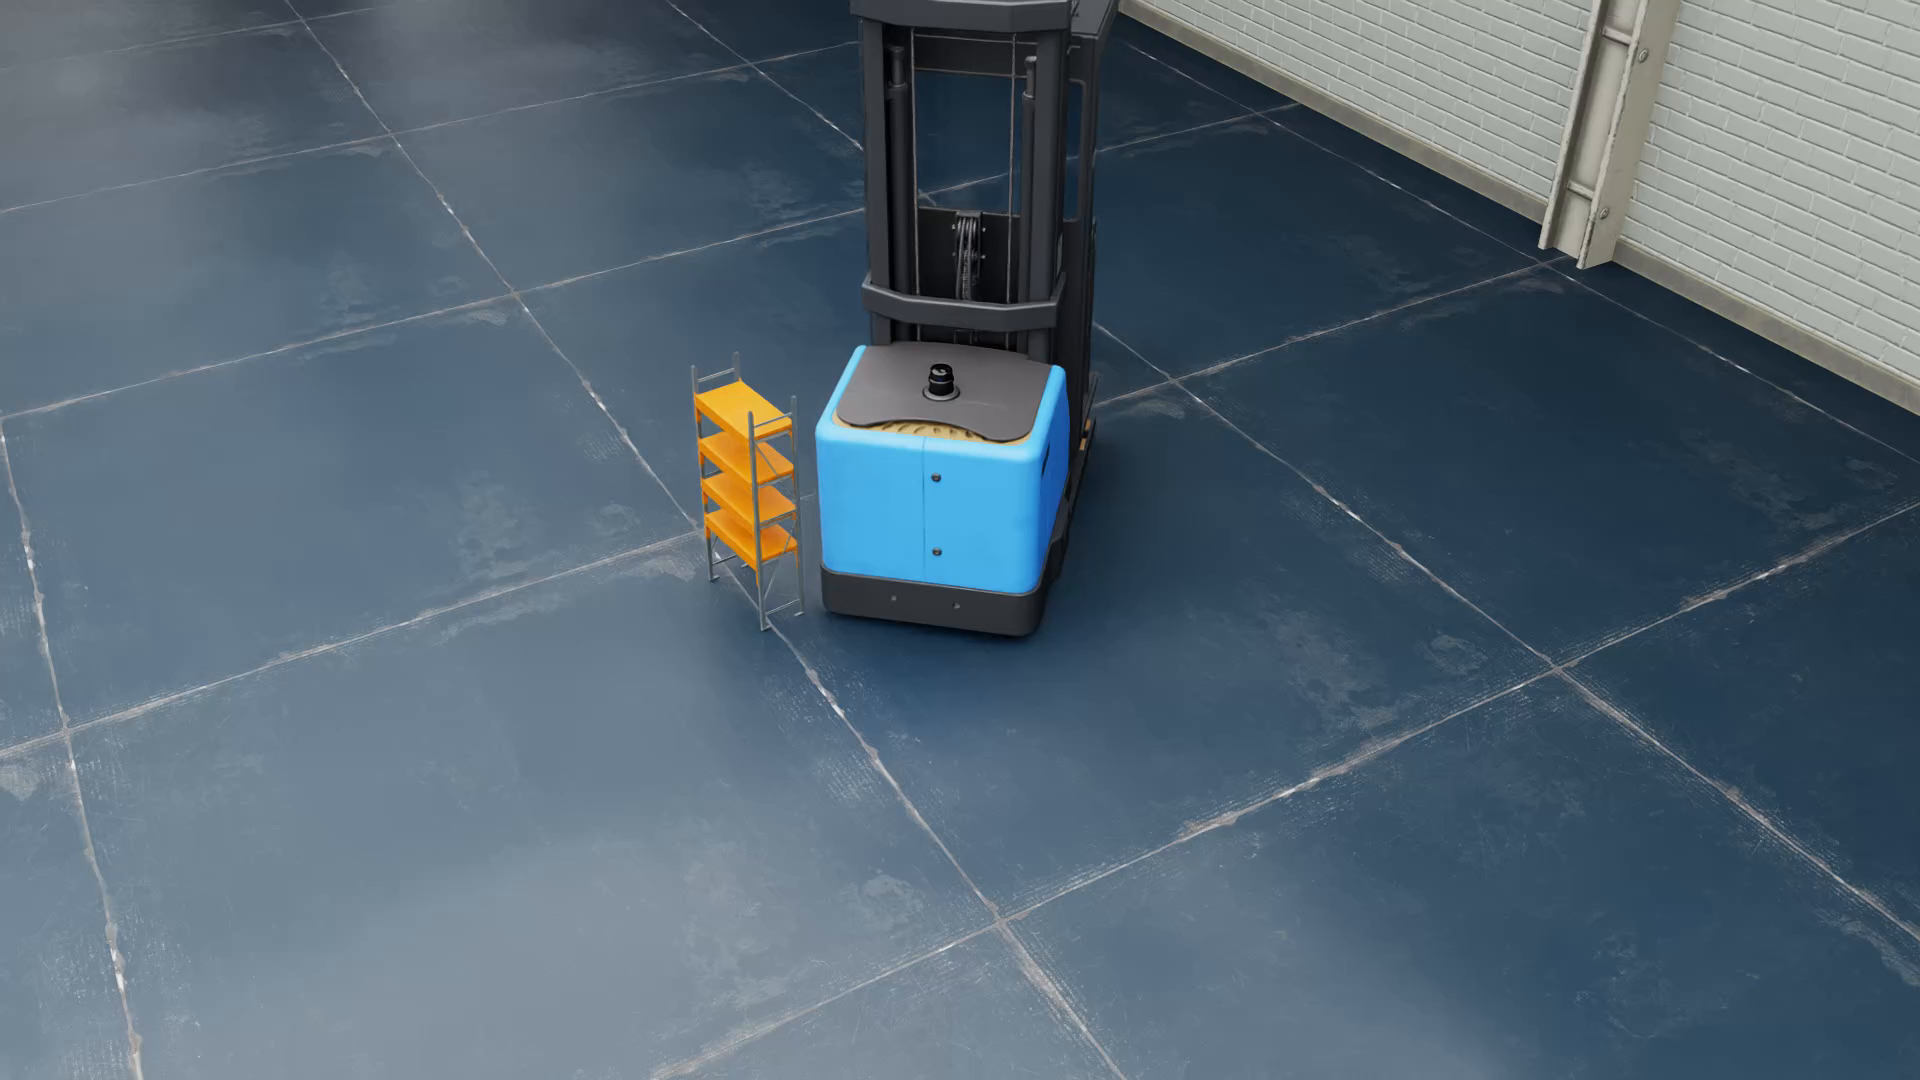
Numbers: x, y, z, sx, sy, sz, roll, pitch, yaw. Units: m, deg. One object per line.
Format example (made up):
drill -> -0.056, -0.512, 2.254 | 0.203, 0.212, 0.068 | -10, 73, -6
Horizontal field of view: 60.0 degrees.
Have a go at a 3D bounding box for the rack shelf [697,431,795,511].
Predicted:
rack shelf -> -0.977, -0.345, 7.661 | 0.258, 0.148, 0.480 | -23, 42, -30

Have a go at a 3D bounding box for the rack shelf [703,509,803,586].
rack shelf -> -0.985, 0.000, 7.905 | 0.258, 0.148, 0.480 | -23, 42, -30

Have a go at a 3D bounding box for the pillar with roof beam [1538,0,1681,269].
pillar with roof beam -> 0.392, -4.278, 6.705 | 9.100, 9.000, 0.400 | -19, 40, -24

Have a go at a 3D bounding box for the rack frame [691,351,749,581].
rack frame -> -1.127, -0.332, 7.908 | 0.240, 1.200, 0.015 | -23, 42, -30

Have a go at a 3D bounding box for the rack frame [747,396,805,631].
rack frame -> -0.832, -0.102, 7.594 | 0.240, 1.200, 0.015 | -23, 42, -30

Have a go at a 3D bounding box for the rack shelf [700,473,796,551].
rack shelf -> -0.981, -0.162, 7.790 | 0.258, 0.148, 0.480 | -23, 42, -30

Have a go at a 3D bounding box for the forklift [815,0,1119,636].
forklift -> 0.135, -1.604, 8.189 | 1.130, 2.935, 3.031 | 7, 37, 9

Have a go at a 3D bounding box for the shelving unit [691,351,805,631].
shelving unit -> -0.980, -0.217, 7.751 | 0.258, 1.200, 0.503 | -23, 42, -30

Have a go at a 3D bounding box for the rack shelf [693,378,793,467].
rack shelf -> -0.972, -0.538, 7.525 | 0.258, 0.148, 0.480 | -23, 42, -30
